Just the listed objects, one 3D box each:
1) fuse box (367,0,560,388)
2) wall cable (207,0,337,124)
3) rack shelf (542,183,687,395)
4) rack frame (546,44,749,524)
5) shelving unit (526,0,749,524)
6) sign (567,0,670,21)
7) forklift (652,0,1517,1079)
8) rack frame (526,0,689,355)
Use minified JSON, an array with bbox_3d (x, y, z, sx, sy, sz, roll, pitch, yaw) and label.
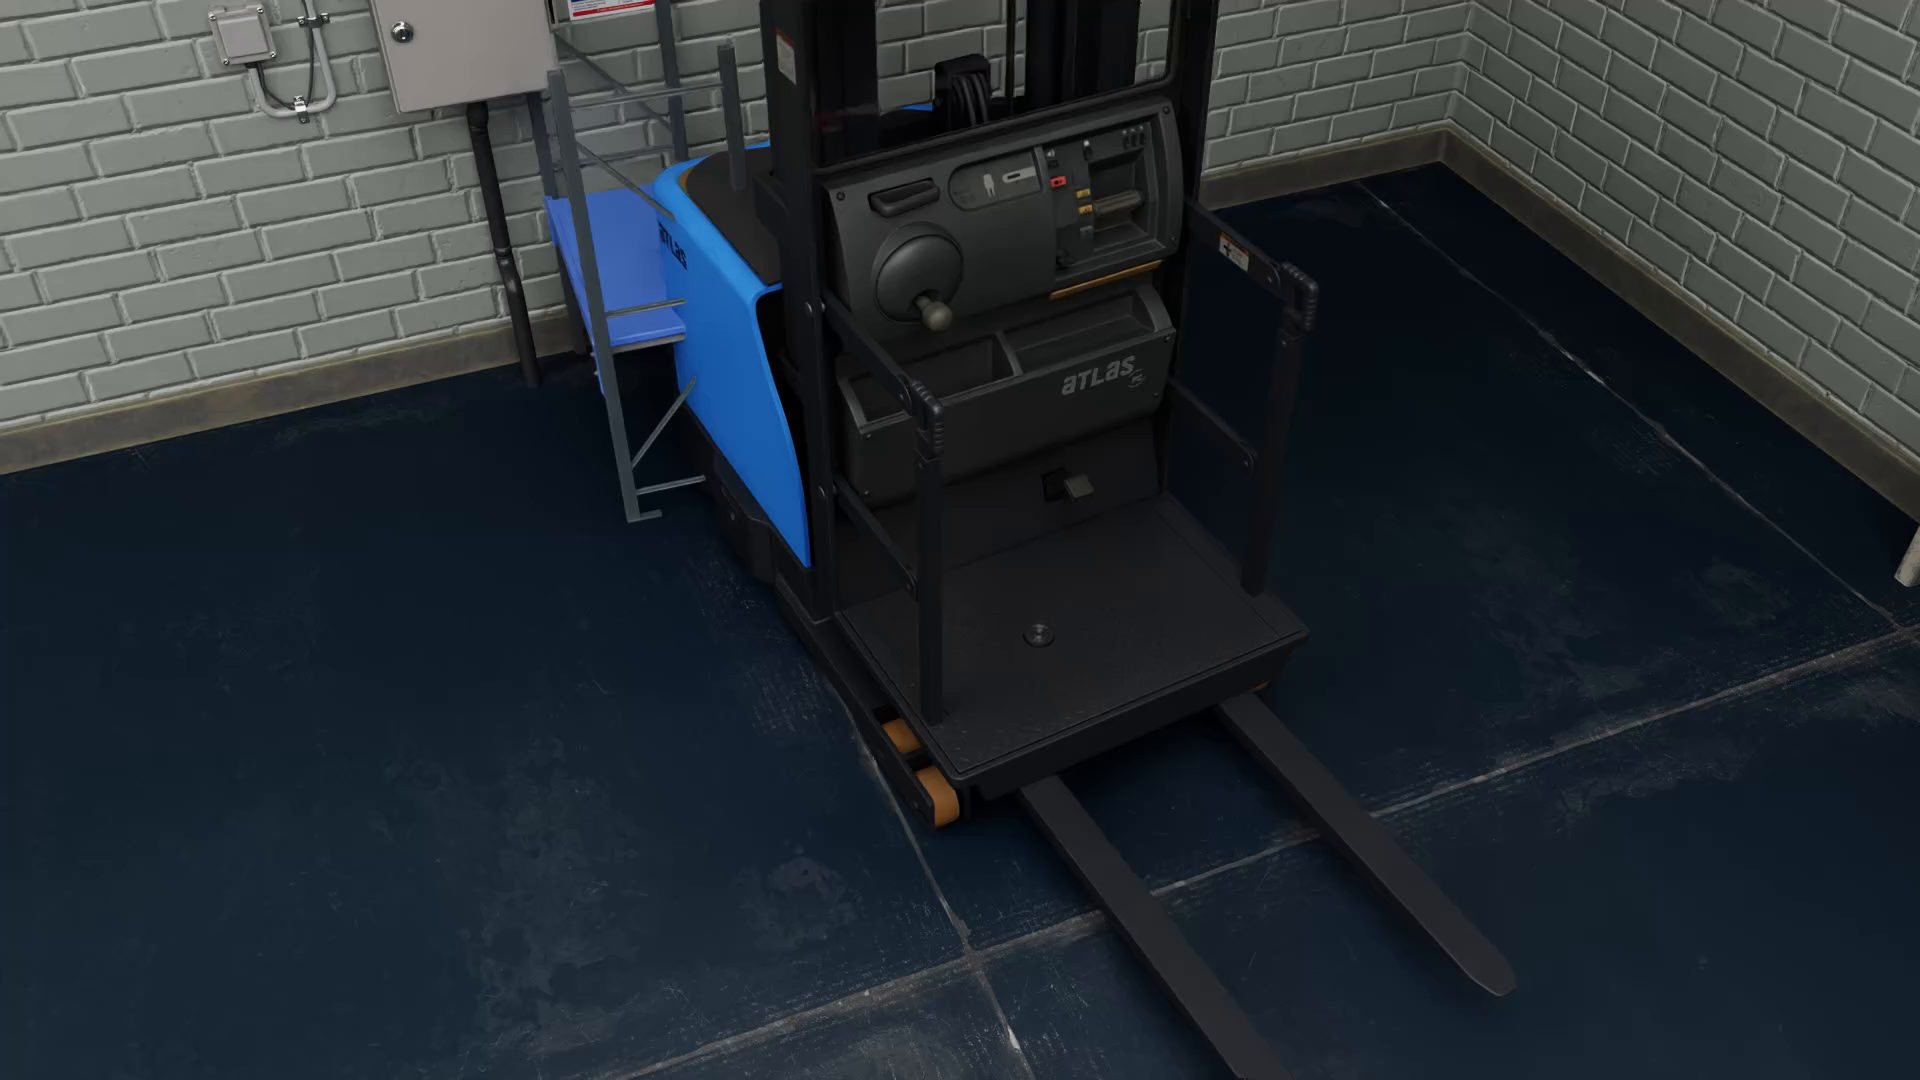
[{"bbox_3d":[-1.477,-1.195,5.327,0.539,1.711,0.414,-15,43,-17],"label":"fuse box"},{"bbox_3d":[-2.168,-1.994,4.488,0.588,1.984,0.122,-15,43,-17],"label":"wall cable"},{"bbox_3d":[-1.003,-0.858,5.384,0.538,0.185,1.000,-13,41,-14],"label":"rack shelf"},{"bbox_3d":[-0.837,-0.697,4.897,0.500,1.500,0.032,-13,41,-14],"label":"rack frame"},{"bbox_3d":[-1.005,-0.998,5.271,0.538,1.500,1.048,-13,41,-14],"label":"shelving unit"},{"bbox_3d":[-1.100,-1.896,5.227,0.329,0.494,0.001,-15,43,-17],"label":"sign"},{"bbox_3d":[0.233,-0.697,3.813,1.130,2.935,3.031,-20,44,-21],"label":"forklift"},{"bbox_3d":[-1.173,-1.299,5.645,0.500,1.500,0.032,-13,41,-14],"label":"rack frame"}]
